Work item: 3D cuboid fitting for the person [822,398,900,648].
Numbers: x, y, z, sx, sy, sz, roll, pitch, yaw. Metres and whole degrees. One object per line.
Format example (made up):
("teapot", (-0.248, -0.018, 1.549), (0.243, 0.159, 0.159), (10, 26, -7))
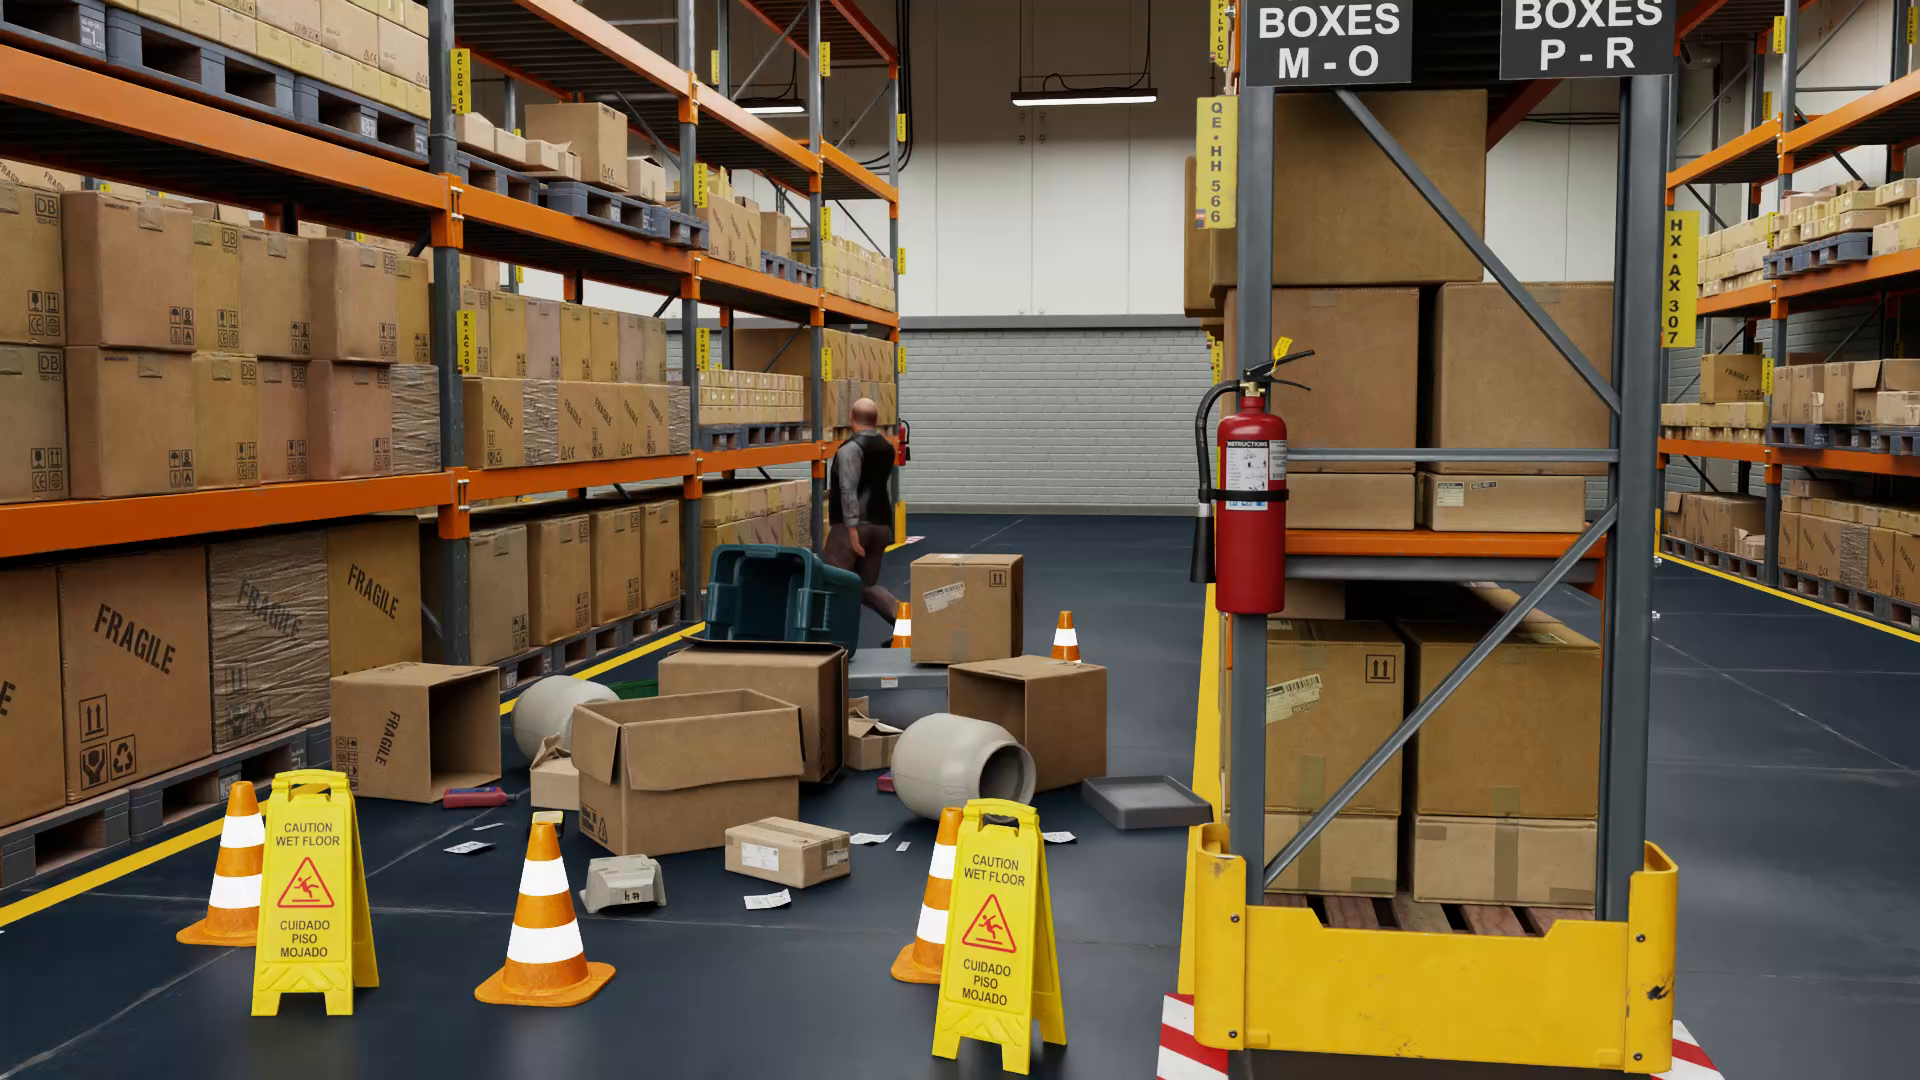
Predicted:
("person", (-0.636, -0.055, 10.572), (0.748, 1.692, 0.575), (3, 5, 33))
